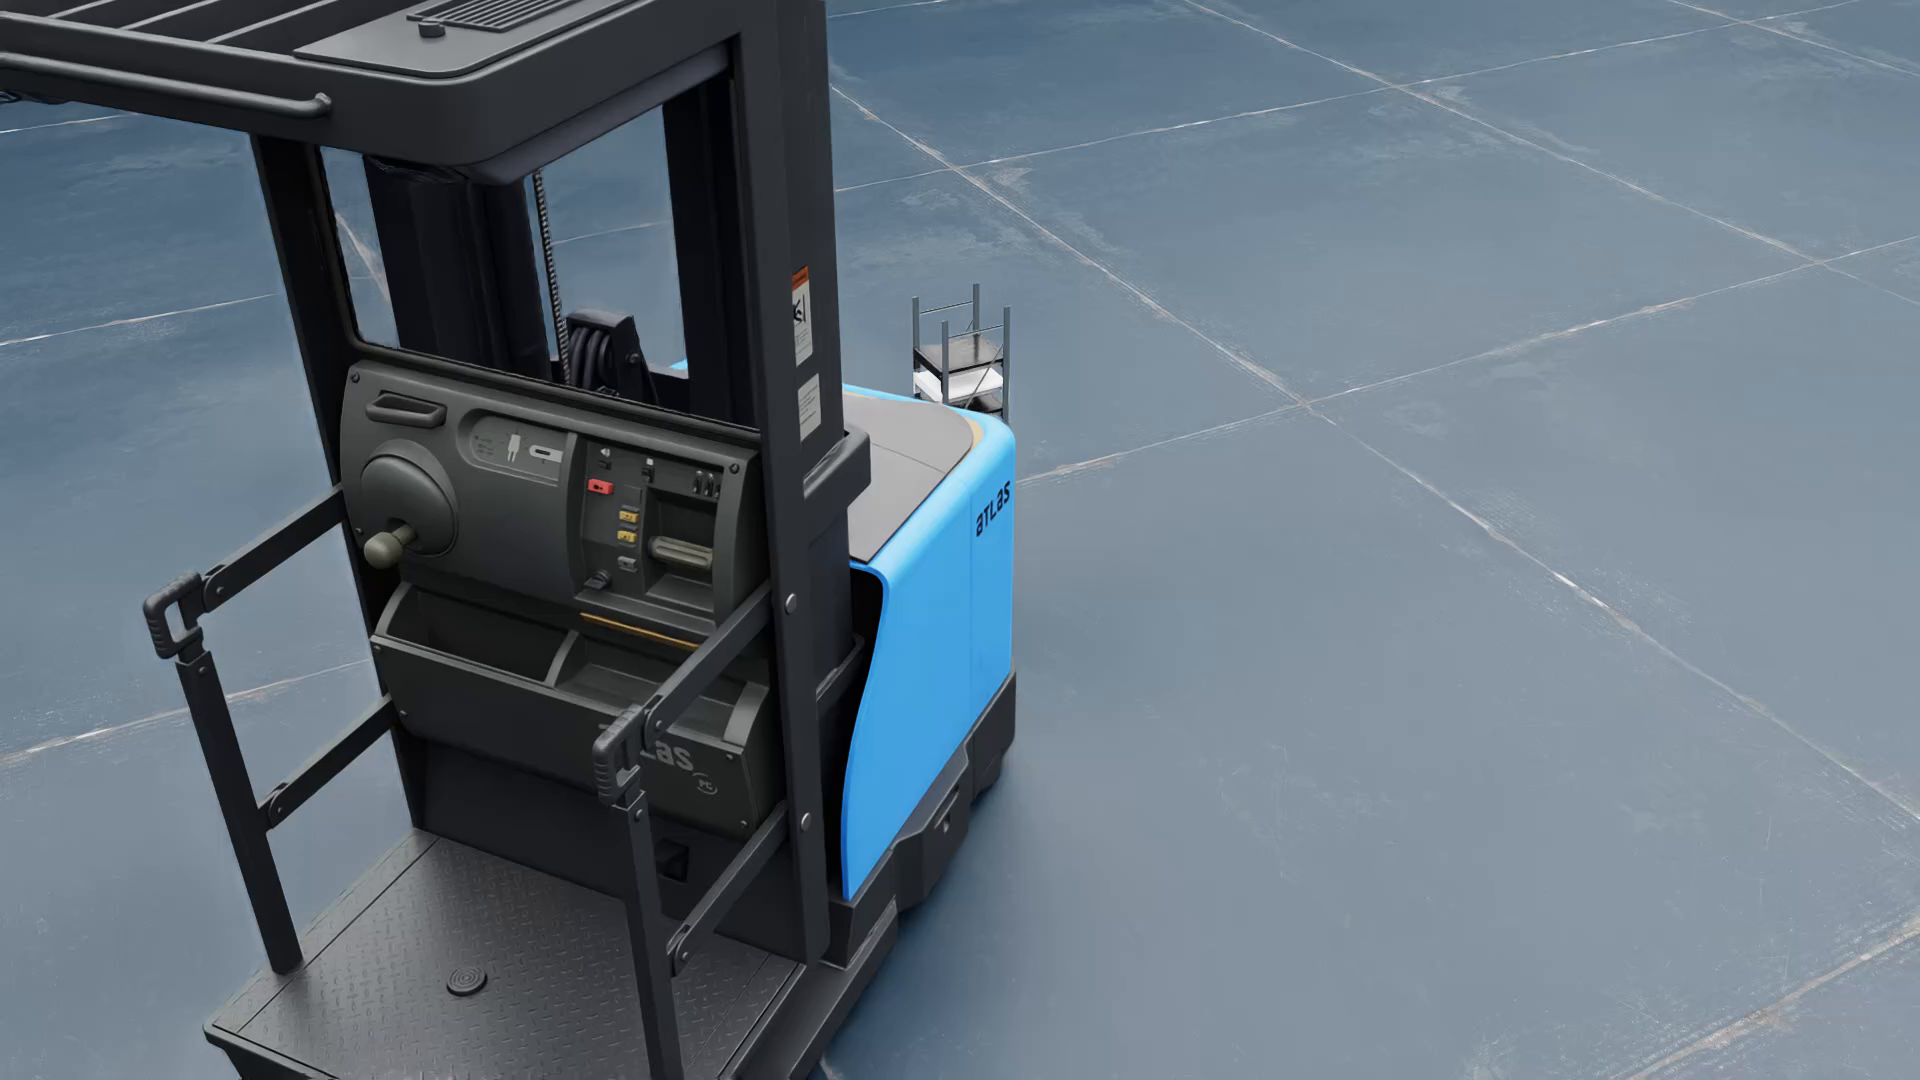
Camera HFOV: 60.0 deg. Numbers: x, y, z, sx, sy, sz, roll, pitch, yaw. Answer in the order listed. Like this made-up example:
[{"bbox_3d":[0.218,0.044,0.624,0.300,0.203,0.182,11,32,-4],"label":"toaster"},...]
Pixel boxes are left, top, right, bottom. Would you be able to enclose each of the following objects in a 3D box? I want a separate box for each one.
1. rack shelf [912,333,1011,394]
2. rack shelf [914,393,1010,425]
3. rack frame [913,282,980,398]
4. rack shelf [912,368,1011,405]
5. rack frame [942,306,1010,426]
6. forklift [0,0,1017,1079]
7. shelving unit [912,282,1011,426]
[{"bbox_3d":[0.004,-0.574,5.374,0.258,0.077,0.200,-16,36,-23],"label":"rack shelf"},{"bbox_3d":[0.004,-0.423,5.471,0.258,0.077,0.200,-16,36,-23],"label":"rack shelf"},{"bbox_3d":[-0.044,-0.424,5.577,0.240,0.900,0.006,-16,36,-23],"label":"rack frame"},{"bbox_3d":[0.004,-0.499,5.422,0.258,0.077,0.200,-16,36,-23],"label":"rack shelf"},{"bbox_3d":[0.051,-0.327,5.425,0.240,0.900,0.006,-16,36,-23],"label":"rack frame"},{"bbox_3d":[-0.909,-0.023,3.069,1.130,2.935,3.031,14,35,20],"label":"forklift"},{"bbox_3d":[0.004,-0.375,5.501,0.258,0.900,0.210,-16,36,-23],"label":"shelving unit"}]
